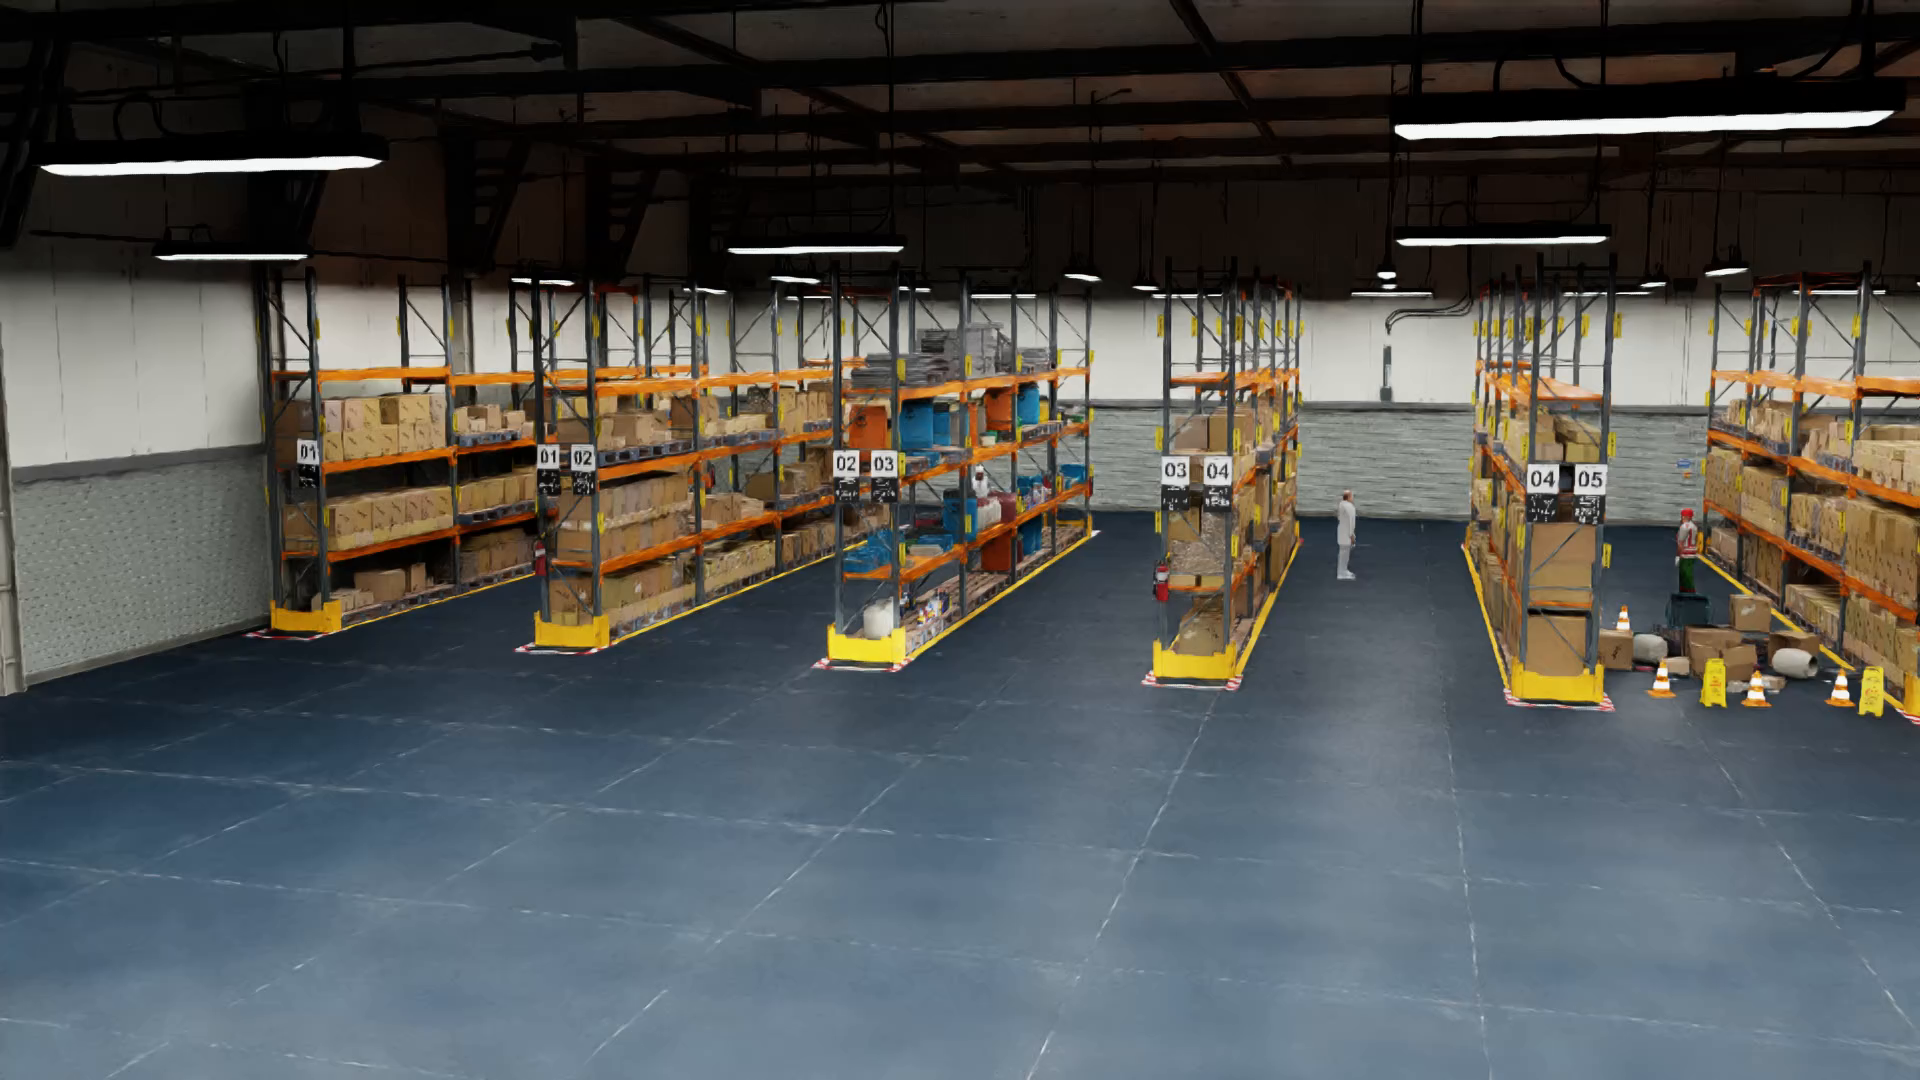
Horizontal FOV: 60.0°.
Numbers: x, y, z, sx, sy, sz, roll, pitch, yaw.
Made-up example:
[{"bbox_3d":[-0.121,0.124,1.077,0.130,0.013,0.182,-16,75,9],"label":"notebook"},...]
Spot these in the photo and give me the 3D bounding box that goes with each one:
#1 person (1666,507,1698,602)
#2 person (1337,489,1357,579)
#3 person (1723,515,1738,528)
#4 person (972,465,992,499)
[{"bbox_3d":[13.063,0.298,30.019,0.583,1.785,0.661,6,9,40],"label":"person"},{"bbox_3d":[7.775,-0.133,33.373,0.448,1.784,0.678,-1,7,-6],"label":"person"},{"bbox_3d":[18.742,-0.902,40.414,0.441,1.555,0.622,-2,8,-16],"label":"person"},{"bbox_3d":[0.489,-0.978,40.442,0.543,1.698,1.115,2,8,17],"label":"person"}]
